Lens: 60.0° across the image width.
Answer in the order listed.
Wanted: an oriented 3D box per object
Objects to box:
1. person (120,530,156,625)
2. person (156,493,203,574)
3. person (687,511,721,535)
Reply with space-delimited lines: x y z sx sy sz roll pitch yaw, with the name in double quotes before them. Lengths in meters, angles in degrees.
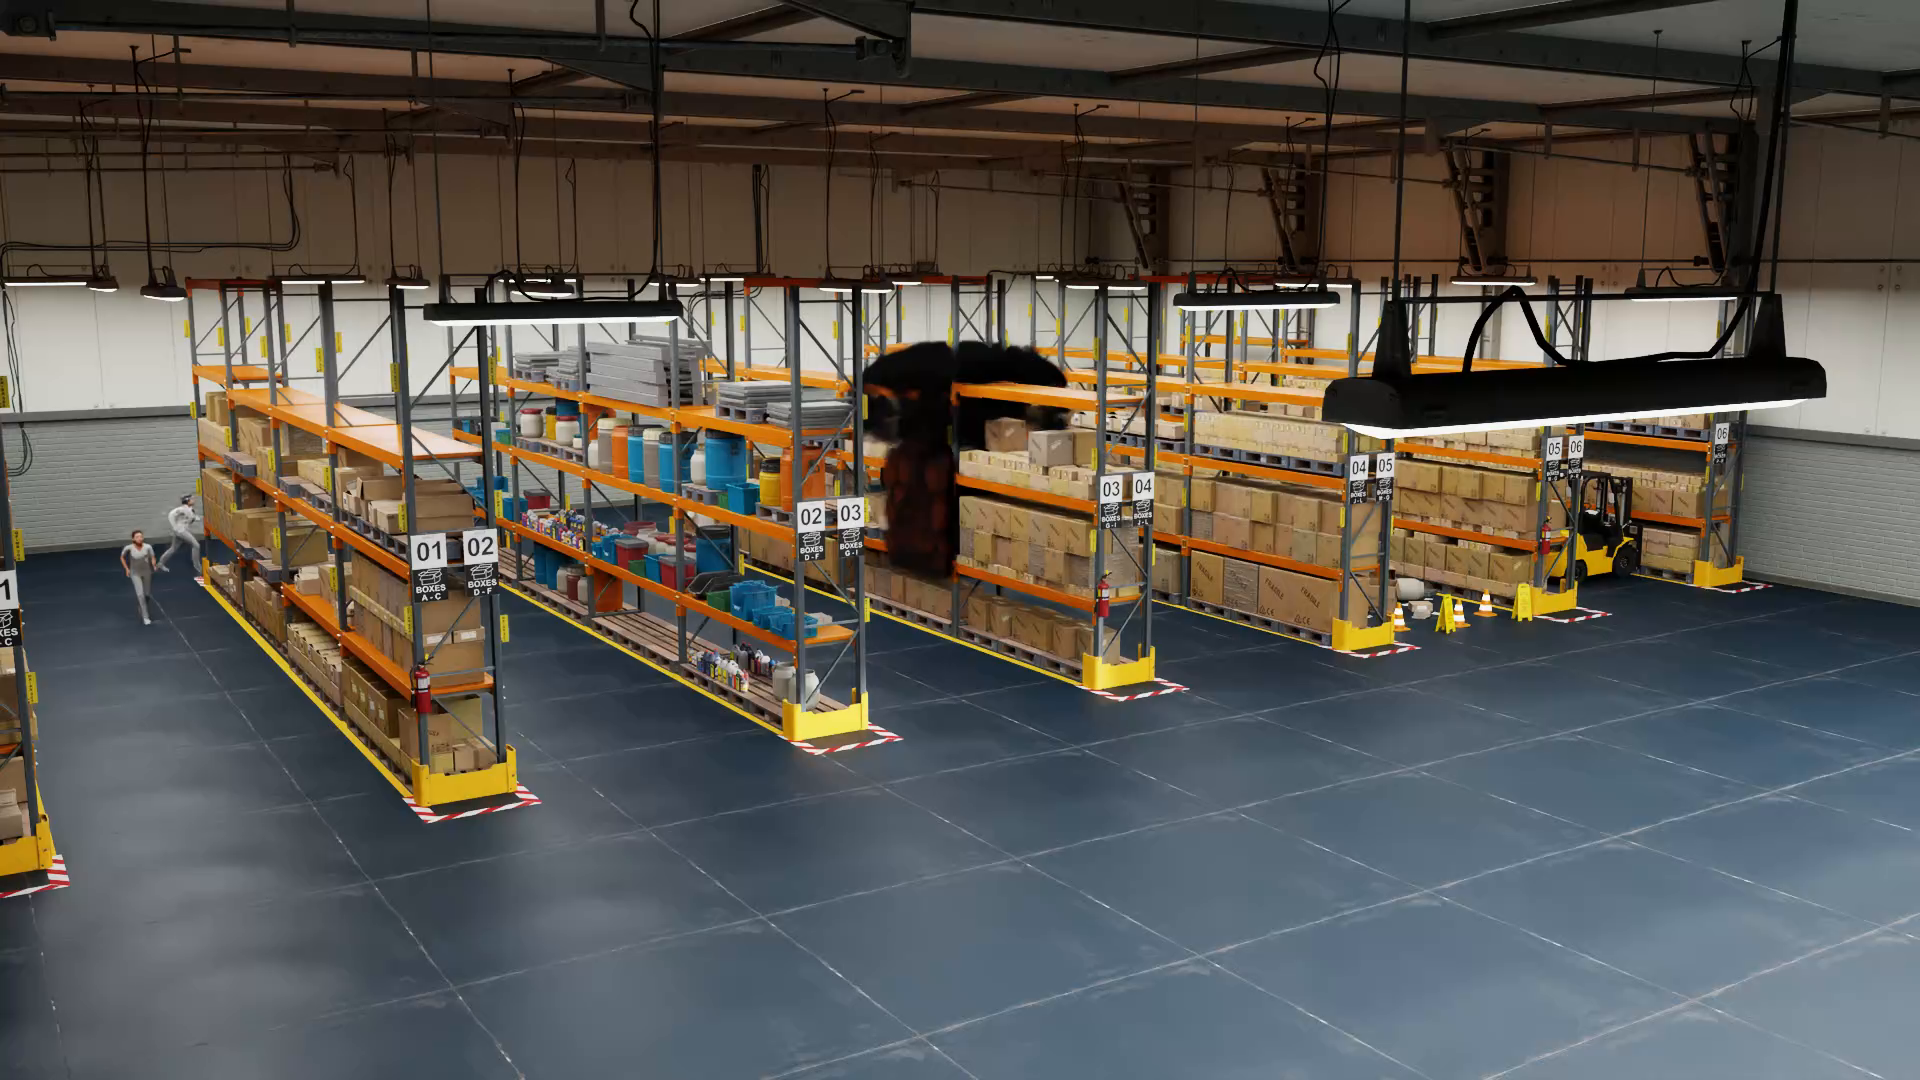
"person" -14.515 0.581 29.399 0.547 1.568 0.855 -7 12 -37
"person" -15.856 -0.108 33.726 0.931 1.696 0.611 -4 10 -20
"person" -5.166 -0.158 33.797 0.691 1.734 0.630 -5 11 -29
